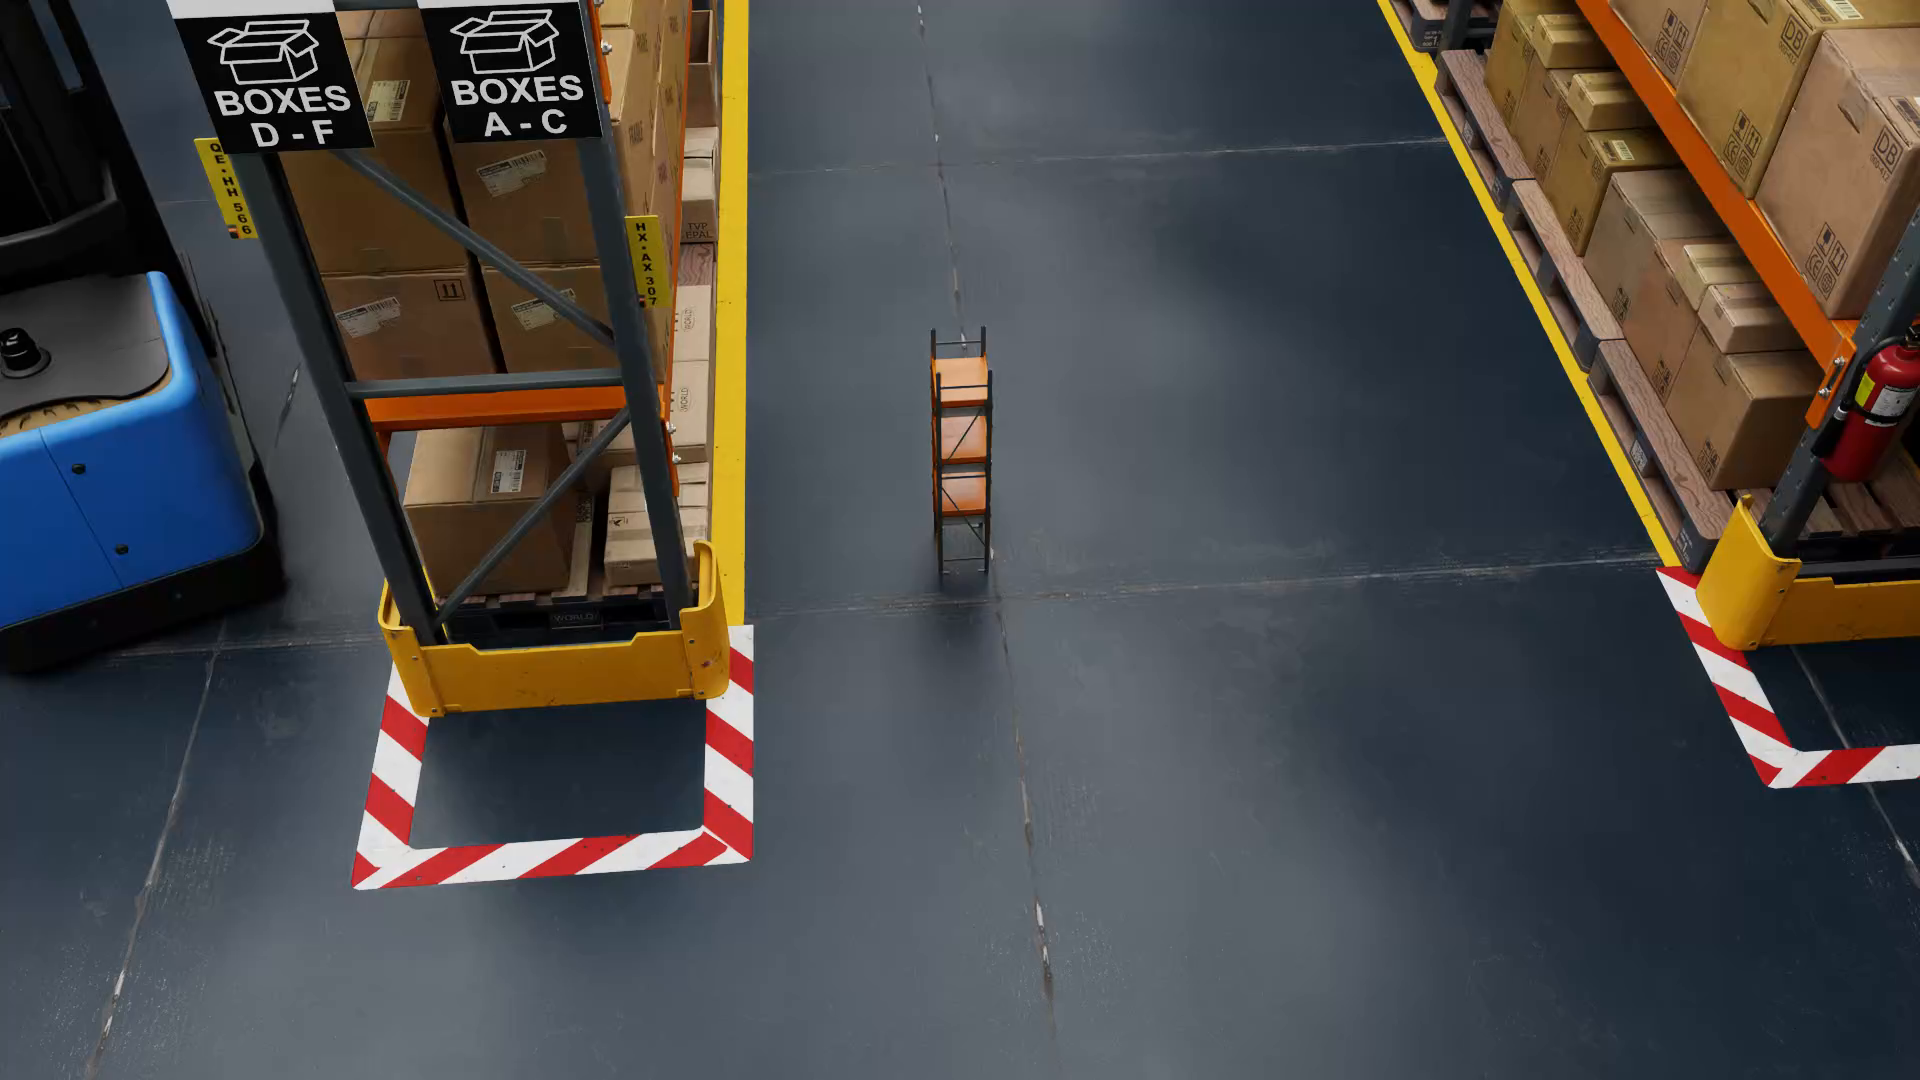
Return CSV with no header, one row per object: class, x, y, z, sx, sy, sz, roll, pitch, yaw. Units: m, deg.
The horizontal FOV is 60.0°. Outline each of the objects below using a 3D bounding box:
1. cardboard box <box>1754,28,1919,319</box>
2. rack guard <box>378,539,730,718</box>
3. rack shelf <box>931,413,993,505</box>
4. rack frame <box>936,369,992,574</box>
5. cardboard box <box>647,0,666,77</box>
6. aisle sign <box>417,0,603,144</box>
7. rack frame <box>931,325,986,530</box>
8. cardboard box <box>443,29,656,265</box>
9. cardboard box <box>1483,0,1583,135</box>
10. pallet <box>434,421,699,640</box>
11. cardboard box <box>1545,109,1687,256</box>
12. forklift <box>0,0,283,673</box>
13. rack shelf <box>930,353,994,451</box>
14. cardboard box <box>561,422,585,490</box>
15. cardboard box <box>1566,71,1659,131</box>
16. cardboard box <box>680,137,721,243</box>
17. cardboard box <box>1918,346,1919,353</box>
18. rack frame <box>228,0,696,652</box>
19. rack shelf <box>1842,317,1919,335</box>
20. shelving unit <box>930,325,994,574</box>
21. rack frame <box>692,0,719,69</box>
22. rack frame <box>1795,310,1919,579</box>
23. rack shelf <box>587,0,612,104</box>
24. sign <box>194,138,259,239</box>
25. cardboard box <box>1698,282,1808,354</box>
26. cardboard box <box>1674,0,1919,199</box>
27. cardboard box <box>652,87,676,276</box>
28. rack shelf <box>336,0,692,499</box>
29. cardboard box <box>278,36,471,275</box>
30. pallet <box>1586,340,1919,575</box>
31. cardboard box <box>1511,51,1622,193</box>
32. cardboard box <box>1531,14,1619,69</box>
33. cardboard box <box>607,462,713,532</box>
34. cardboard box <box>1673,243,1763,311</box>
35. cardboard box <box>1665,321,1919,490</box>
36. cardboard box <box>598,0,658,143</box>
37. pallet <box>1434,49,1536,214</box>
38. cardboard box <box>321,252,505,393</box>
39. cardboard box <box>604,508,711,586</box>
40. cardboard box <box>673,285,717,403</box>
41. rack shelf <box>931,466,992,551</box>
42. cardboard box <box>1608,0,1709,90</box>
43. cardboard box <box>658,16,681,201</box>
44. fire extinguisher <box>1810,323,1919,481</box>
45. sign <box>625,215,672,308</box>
cardboard box,3.431,-1.254,5.665,0.980,0.700,0.700,-2,47,-1
rack guard,-1.459,0.326,6.097,1.175,0.500,0.348,-3,47,-3
rack shelf,0.004,-0.315,6.340,0.215,0.259,0.240,-3,47,-3
rack frame,0.015,-0.234,6.249,0.200,1.050,0.008,-3,47,-3
cardboard box,-1.315,-1.934,5.758,0.500,0.500,0.500,-3,47,-3
aisle sign,-1.154,-1.341,4.164,0.394,0.787,0.004,-3,47,-3
rack frame,-0.006,-0.411,6.416,0.200,1.050,0.008,-3,47,-3
cardboard box,-1.227,-1.194,5.057,0.500,0.500,0.500,-2,47,-2
cardboard box,3.109,-2.414,8.403,0.700,0.500,0.500,-3,47,-3
pallet,-1.526,-0.151,6.748,1.003,0.211,1.213,-3,47,-3
cardboard box,3.189,-1.679,7.706,0.700,0.500,0.500,-3,47,-2
forklift,-3.766,-1.590,6.237,1.130,2.935,3.031,-20,50,-18
rack shelf,0.004,-0.510,6.134,0.215,0.259,0.240,-3,47,-3
cardboard box,-1.688,-0.332,6.647,0.380,0.166,0.250,-3,47,-3
cardboard box,3.000,-2.000,7.564,0.380,0.149,0.250,-5,47,-4
cardboard box,-1.394,-1.662,7.807,0.500,0.311,0.500,-3,47,-3
cardboard box,3.535,-0.712,6.344,0.380,0.149,0.250,-3,47,-3
rack frame,-1.452,-0.479,5.137,1.000,3.000,0.127,-3,47,-3
rack shelf,3.316,-2.049,6.986,0.919,0.124,3.809,-3,47,-3
shelving unit,0.004,-0.322,6.332,0.215,1.050,0.252,-3,47,-3
rack frame,-1.787,-3.373,7.878,1.000,3.000,0.127,-3,47,-3
rack frame,3.480,-0.782,5.425,0.949,2.616,0.053,-3,47,-3
rack shelf,-1.620,-2.710,5.680,1.077,0.370,4.000,-3,47,-3
sign,-2.007,-0.966,4.584,0.100,0.325,0.005,-3,47,-3
cardboard box,3.133,-0.872,6.496,0.380,0.149,0.250,-4,47,-4
cardboard box,3.359,-1.780,6.163,0.980,0.700,0.700,-4,47,-4
cardboard box,-1.275,-1.223,5.773,0.500,0.500,0.500,-4,47,-4
rack shelf,-1.620,-1.678,6.769,1.077,0.370,4.000,-3,47,-3
cardboard box,-1.764,-1.162,5.027,0.500,0.500,0.500,-4,47,-4
pallet,3.339,-0.397,6.981,1.003,0.211,1.213,-3,47,-3
cardboard box,3.148,-2.050,8.058,0.700,0.500,0.500,-4,47,-4
cardboard box,2.956,-2.378,7.922,0.380,0.149,0.250,-2,47,-2
cardboard box,-1.166,-0.160,6.484,0.380,0.166,0.250,-3,47,-3
cardboard box,3.111,-1.057,6.671,0.380,0.149,0.250,-2,47,-2
cardboard box,3.325,-0.568,6.654,0.700,0.500,0.500,-3,47,-3
cardboard box,-1.278,-1.572,5.415,0.500,0.500,0.500,-3,47,-3
pallet,3.134,-2.163,8.653,1.003,0.211,1.213,-3,47,-3
cardboard box,-1.761,-0.820,5.392,0.500,0.500,0.500,-2,47,-2
cardboard box,-1.145,0.027,6.319,0.380,0.149,0.250,-3,47,-3
cardboard box,-1.299,-0.818,7.050,0.500,0.250,0.500,-3,47,-3
rack shelf,0.004,-0.124,6.542,0.215,0.259,0.240,-3,47,-3
cardboard box,3.304,-2.332,6.686,0.980,0.700,0.700,-6,47,-5
cardboard box,-1.314,-1.586,6.117,0.500,0.500,0.500,-4,47,-3
fire extinguisher,3.036,-0.490,5.459,0.296,0.674,0.183,-3,47,-3
sign,-0.912,-0.809,4.854,0.100,0.325,0.005,-3,47,-3
